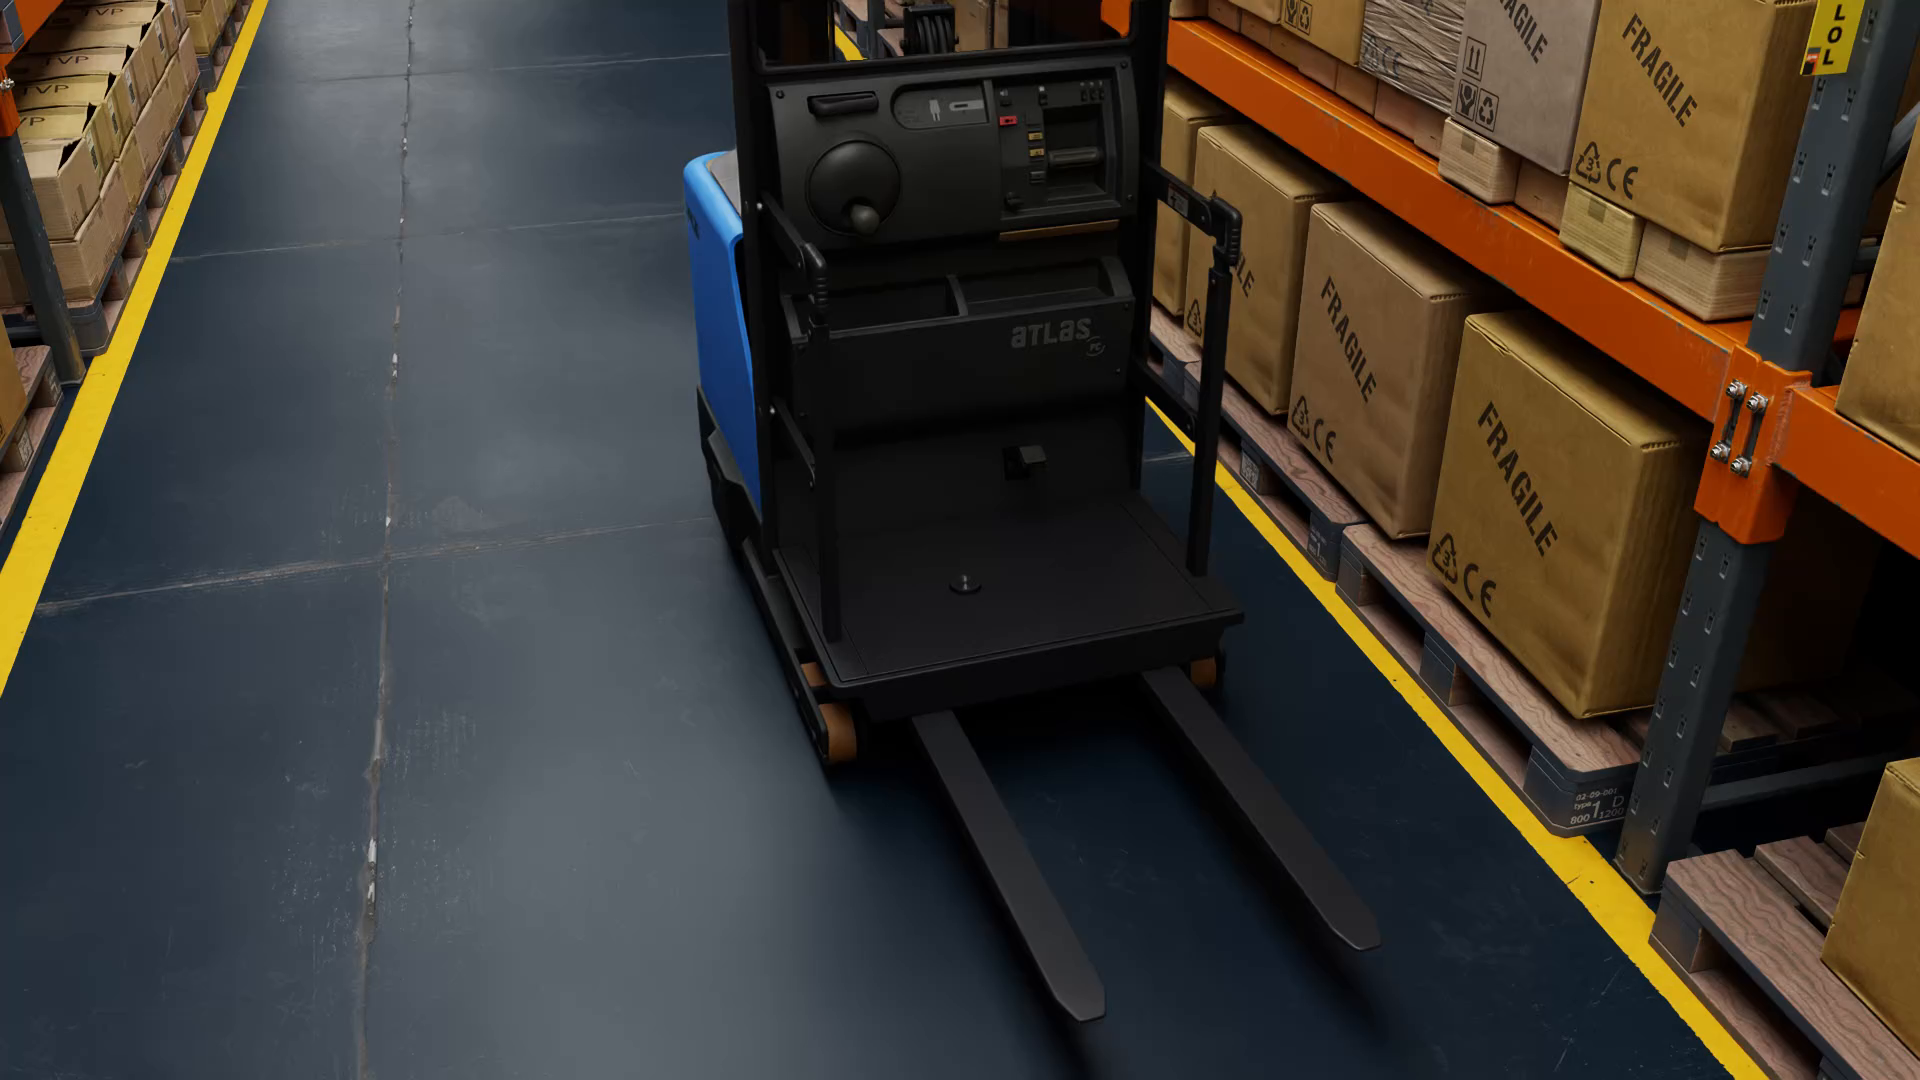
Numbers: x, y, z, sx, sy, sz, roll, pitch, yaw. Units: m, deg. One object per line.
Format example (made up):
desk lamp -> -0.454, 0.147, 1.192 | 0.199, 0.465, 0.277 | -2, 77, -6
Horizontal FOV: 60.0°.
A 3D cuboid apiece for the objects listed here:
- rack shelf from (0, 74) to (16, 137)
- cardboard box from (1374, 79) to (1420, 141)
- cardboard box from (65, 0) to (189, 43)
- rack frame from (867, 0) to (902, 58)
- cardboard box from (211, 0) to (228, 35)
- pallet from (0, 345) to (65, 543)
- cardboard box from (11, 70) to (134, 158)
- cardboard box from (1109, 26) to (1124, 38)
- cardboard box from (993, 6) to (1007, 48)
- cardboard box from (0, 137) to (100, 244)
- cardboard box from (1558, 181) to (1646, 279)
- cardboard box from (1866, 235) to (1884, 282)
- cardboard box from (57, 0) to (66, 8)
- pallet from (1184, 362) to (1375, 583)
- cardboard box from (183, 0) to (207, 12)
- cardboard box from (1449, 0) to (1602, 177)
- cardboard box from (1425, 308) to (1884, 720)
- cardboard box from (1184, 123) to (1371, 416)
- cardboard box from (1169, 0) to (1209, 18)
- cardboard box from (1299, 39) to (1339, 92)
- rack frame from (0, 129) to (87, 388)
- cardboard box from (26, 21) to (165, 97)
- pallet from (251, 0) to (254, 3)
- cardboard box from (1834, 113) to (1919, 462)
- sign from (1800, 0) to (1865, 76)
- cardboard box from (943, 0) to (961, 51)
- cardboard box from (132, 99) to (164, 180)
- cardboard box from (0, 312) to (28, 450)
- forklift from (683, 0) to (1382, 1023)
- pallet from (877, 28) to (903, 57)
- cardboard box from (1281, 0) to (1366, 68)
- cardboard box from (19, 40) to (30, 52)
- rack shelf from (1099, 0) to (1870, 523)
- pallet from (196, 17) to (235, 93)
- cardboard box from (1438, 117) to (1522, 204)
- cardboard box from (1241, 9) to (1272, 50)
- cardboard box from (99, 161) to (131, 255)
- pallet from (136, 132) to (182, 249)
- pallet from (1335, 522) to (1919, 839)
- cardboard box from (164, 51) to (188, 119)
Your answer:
rack shelf -> -3.269, -0.562, 3.945 | 1.077, 0.370, 4.000 | -8, 31, -13
cardboard box -> 1.379, -1.213, 4.582 | 0.380, 0.149, 0.250 | -9, 31, -15
cardboard box -> -4.478, -2.849, 8.943 | 0.500, 0.311, 0.500 | -8, 31, -13
rack frame -> -0.087, -4.432, 9.913 | 1.000, 3.000, 0.127 | -8, 31, -13
cardboard box -> -4.820, -3.270, 10.230 | 0.500, 0.250, 0.500 | -8, 31, -13
pallet -> -3.638, -0.267, 5.501 | 1.003, 0.211, 1.213 | -8, 31, -13
cardboard box -> -3.937, -1.865, 7.244 | 0.500, 0.311, 0.500 | -9, 31, -15
cardboard box -> 0.643, -2.558, 7.982 | 0.500, 0.250, 0.500 | -7, 31, -12
cardboard box -> 0.550, -2.450, 8.545 | 0.700, 0.500, 0.500 | -8, 31, -14
cardboard box -> -3.656, -1.366, 6.382 | 0.500, 0.311, 0.500 | -7, 31, -12
cardboard box -> 1.584, -0.713, 3.717 | 0.380, 0.149, 0.250 | -7, 31, -12
cardboard box -> 2.139, -0.656, 3.620 | 0.380, 0.149, 0.250 | -9, 31, -15
cardboard box -> -4.992, -2.773, 8.813 | 0.500, 0.311, 0.500 | -8, 31, -13
pallet -> 1.432, -0.314, 5.582 | 1.003, 0.211, 1.213 | -8, 31, -13
cardboard box -> -4.683, -3.353, 9.626 | 0.500, 0.500, 0.500 | -8, 31, -13
cardboard box -> 1.526, -1.183, 3.883 | 0.500, 0.500, 0.500 | -8, 31, -13
cardboard box -> 1.739, -0.116, 4.183 | 0.750, 0.750, 0.750 | -7, 31, -13
cardboard box -> 1.270, -0.955, 5.632 | 0.750, 0.750, 0.750 | -8, 31, -14
cardboard box -> 0.886, -1.948, 5.852 | 0.380, 0.149, 0.250 | -7, 31, -12
cardboard box -> 1.257, -1.471, 5.028 | 0.380, 0.149, 0.250 | -8, 31, -13
rack frame -> -3.800, -1.840, 5.434 | 1.000, 3.000, 0.127 | -8, 31, -13
cardboard box -> -4.204, -2.357, 8.093 | 0.500, 0.311, 0.500 | -8, 31, -13
pallet -> -5.680, -4.133, 12.180 | 1.003, 0.211, 1.213 | -8, 31, -13
cardboard box -> 2.165, -0.434, 2.706 | 0.980, 0.700, 0.700 | -7, 31, -13
sign -> 1.516, -0.958, 2.834 | 0.100, 0.325, 0.005 | -8, 31, -13
cardboard box -> 0.310, -2.944, 9.399 | 0.700, 0.500, 0.500 | -8, 31, -14
cardboard box -> -4.070, -1.864, 7.802 | 0.500, 0.250, 0.500 | -7, 31, -12
cardboard box -> -3.325, -0.528, 5.223 | 0.500, 0.500, 0.500 | -7, 31, -11
forklift -> 0.069, -0.920, 3.913 | 1.130, 2.935, 3.031 | -9, 31, -16
pallet -> 0.121, -2.849, 9.962 | 1.003, 0.211, 1.213 | -8, 31, -13
cardboard box -> 1.264, -1.668, 4.720 | 0.500, 0.500, 0.500 | -7, 31, -12
cardboard box -> -4.726, -2.281, 7.962 | 0.500, 0.311, 0.500 | -9, 31, -15
rack shelf -> 1.506, -1.223, 5.086 | 1.077, 0.370, 4.000 | -8, 31, -13
pallet -> -5.032, -2.954, 10.143 | 1.003, 0.211, 1.213 | -8, 31, -13
cardboard box -> 1.432, -0.963, 4.151 | 0.380, 0.149, 0.250 | -8, 31, -13
cardboard box -> 1.149, -1.718, 5.456 | 0.380, 0.149, 0.250 | -7, 31, -12
cardboard box -> -3.790, -1.366, 6.941 | 0.500, 0.250, 0.500 | -9, 31, -15
pallet -> -4.301, -1.624, 7.845 | 1.003, 0.211, 1.213 | -8, 31, -13
pallet -> 1.759, 0.276, 4.562 | 1.003, 0.211, 1.213 | -8, 31, -13
cardboard box -> -4.340, -2.357, 8.653 | 0.500, 0.250, 0.500 | -8, 31, -14
